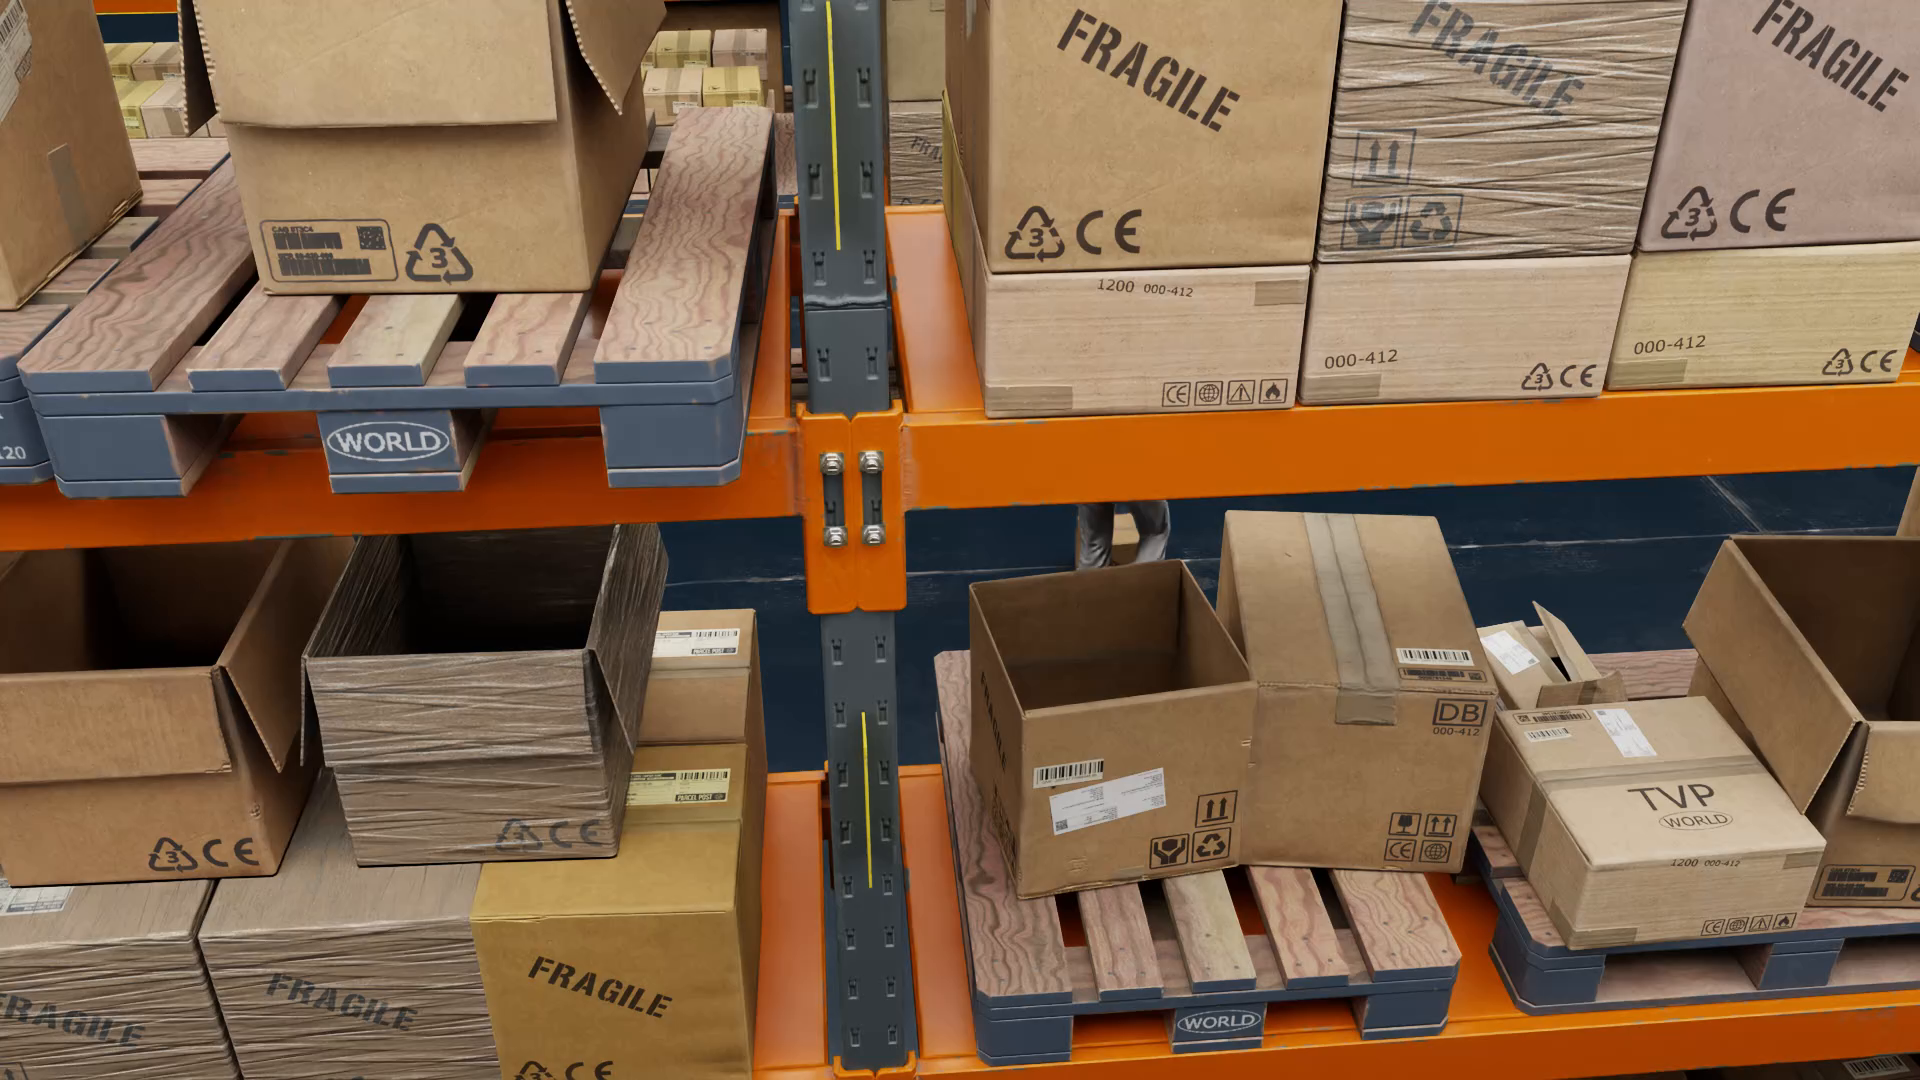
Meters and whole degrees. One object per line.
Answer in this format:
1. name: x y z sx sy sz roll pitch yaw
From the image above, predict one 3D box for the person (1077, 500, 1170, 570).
1. person: 0.621 -0.298 6.621 0.527 1.709 0.374 17 35 25
